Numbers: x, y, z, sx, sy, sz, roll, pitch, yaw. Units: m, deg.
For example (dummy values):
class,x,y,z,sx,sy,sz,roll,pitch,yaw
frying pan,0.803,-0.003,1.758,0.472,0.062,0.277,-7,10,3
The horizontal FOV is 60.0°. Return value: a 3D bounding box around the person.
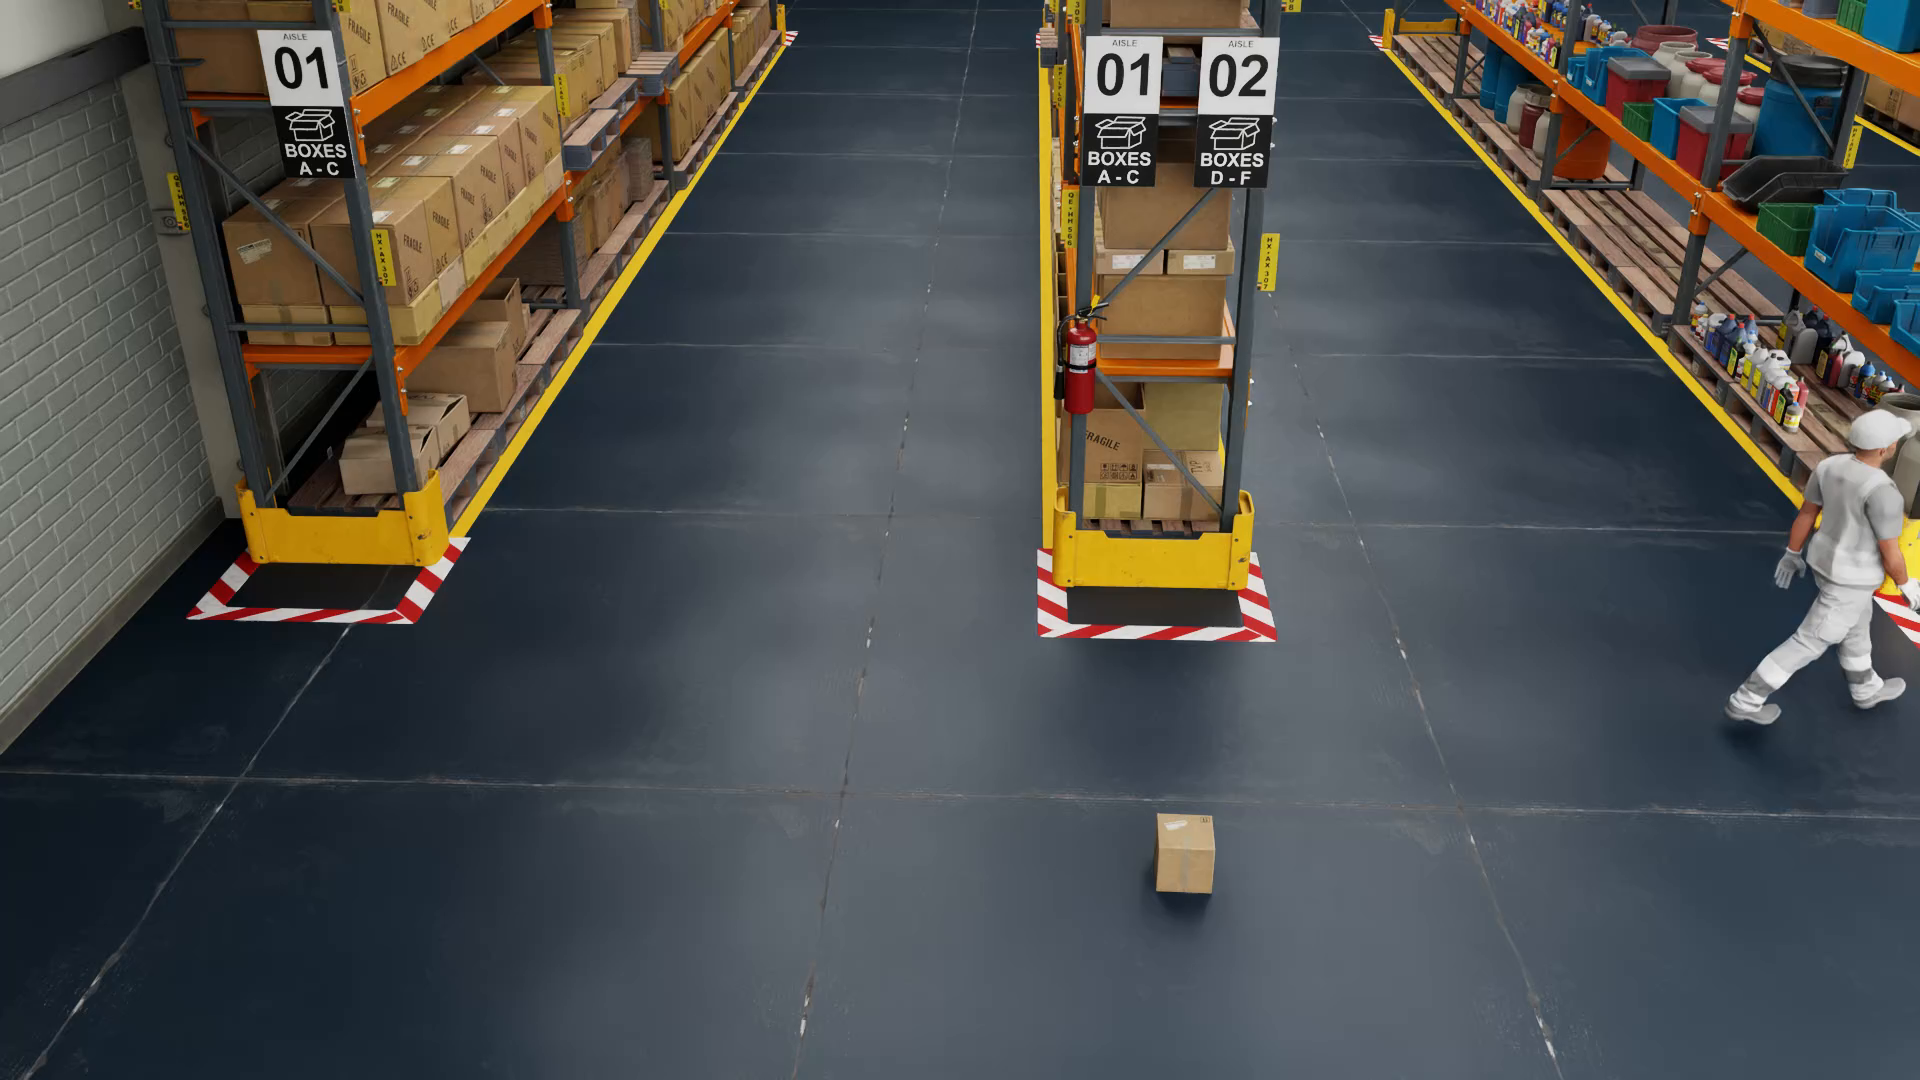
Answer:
class,x,y,z,sx,sy,sz,roll,pitch,yaw
person,4.480,0.156,8.301,1.070,1.738,0.536,-2,28,-3
